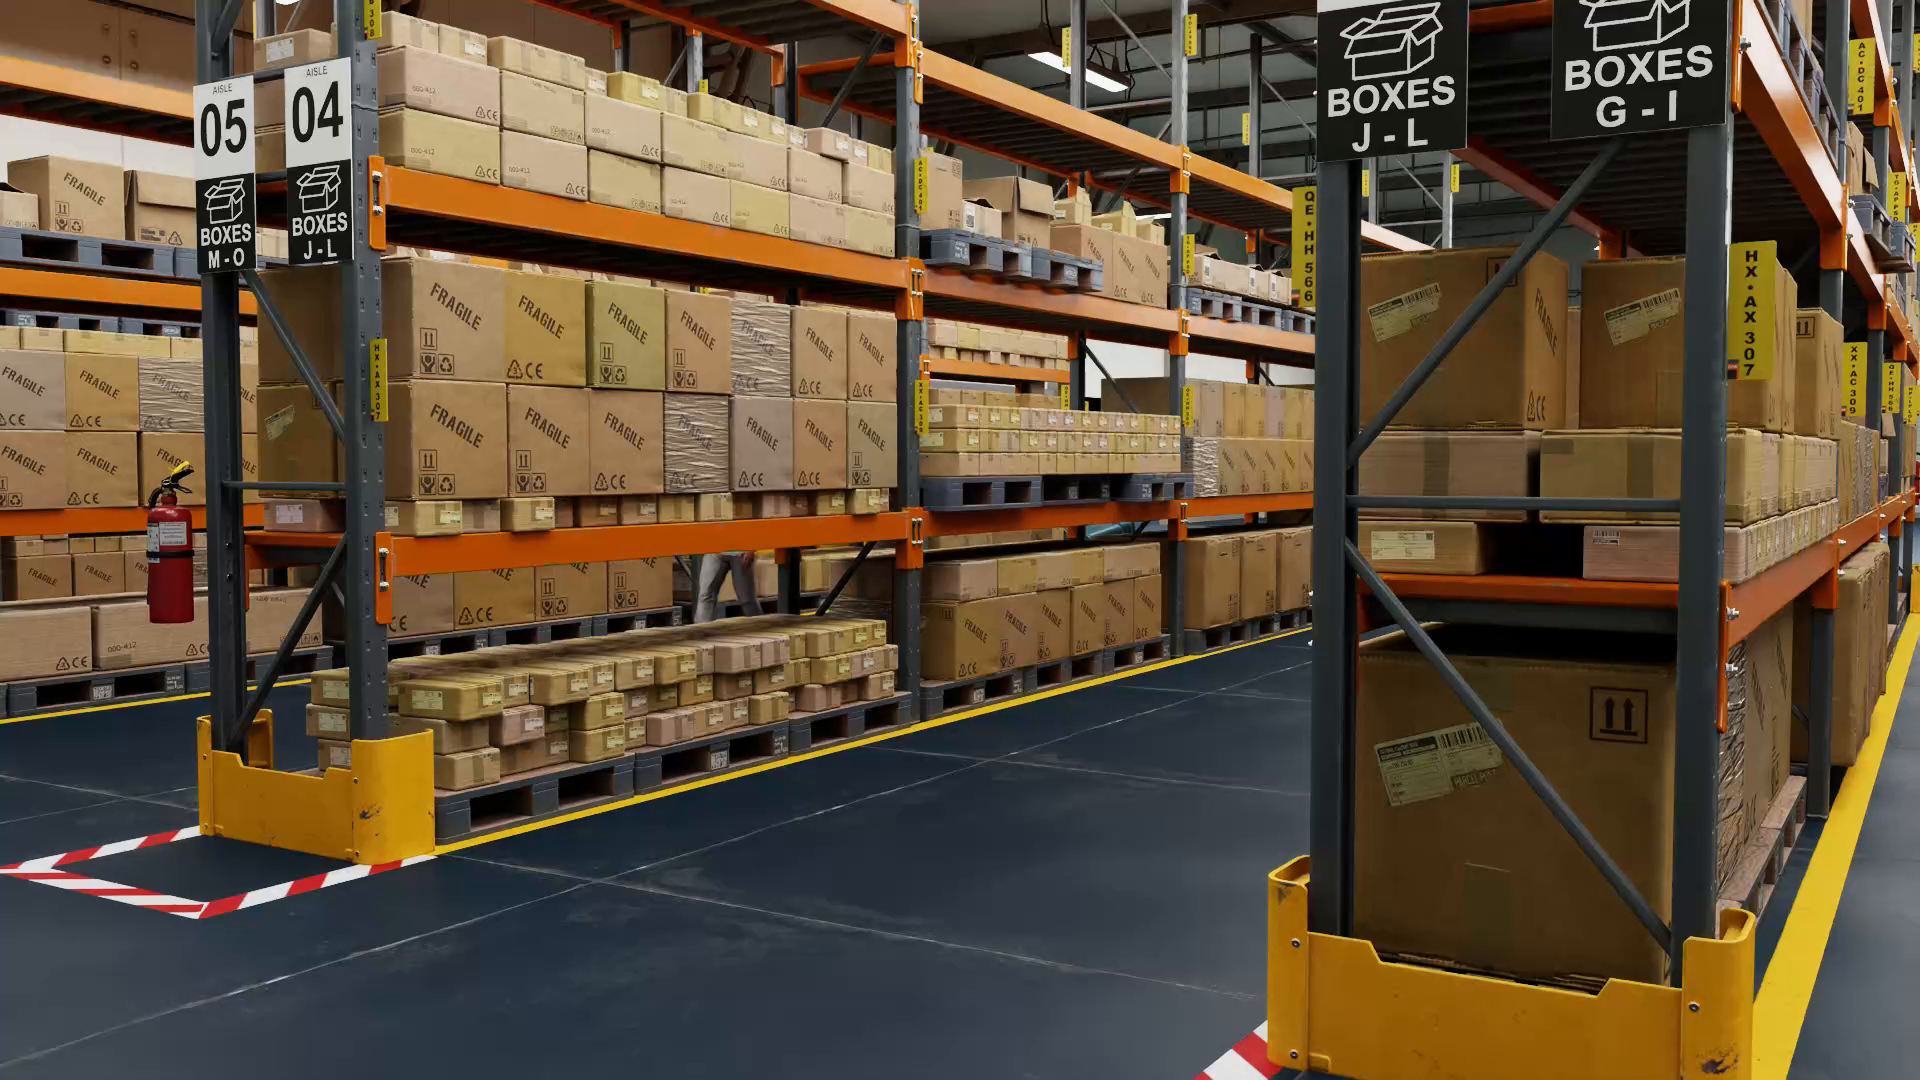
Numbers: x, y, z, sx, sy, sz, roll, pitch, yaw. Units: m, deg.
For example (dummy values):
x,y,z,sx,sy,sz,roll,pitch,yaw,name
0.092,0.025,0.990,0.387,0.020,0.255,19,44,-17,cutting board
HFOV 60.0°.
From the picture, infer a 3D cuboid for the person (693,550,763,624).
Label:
x,y,z,sx,sy,sz,roll,pitch,yaw,name
-1.865,0.085,13.170,0.612,1.710,0.989,1,3,22,person
